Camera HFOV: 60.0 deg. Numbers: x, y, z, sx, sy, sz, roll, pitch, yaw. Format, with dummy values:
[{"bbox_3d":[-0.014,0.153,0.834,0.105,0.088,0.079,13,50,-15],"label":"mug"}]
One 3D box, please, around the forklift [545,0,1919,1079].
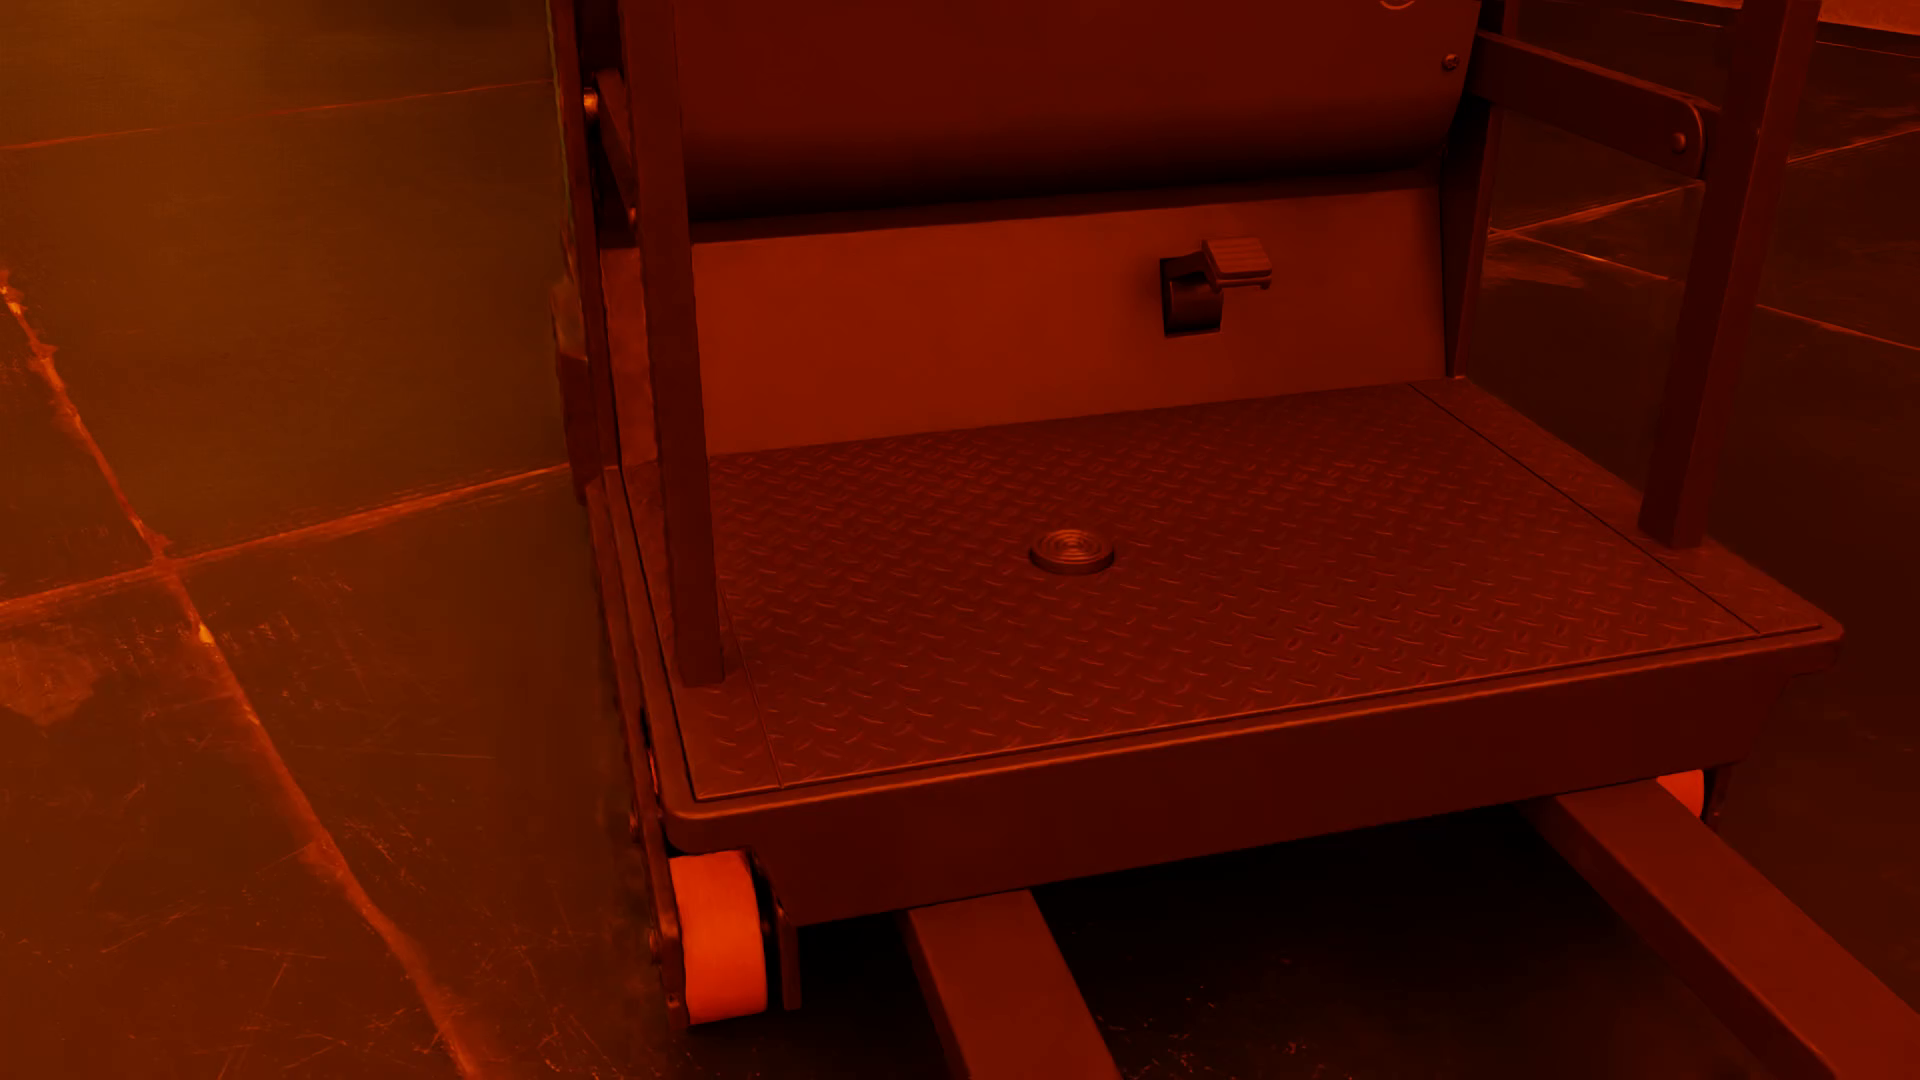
[{"bbox_3d":[0.176,-1.045,1.315,1.130,2.935,3.031,-7,27,-14],"label":"forklift"}]
